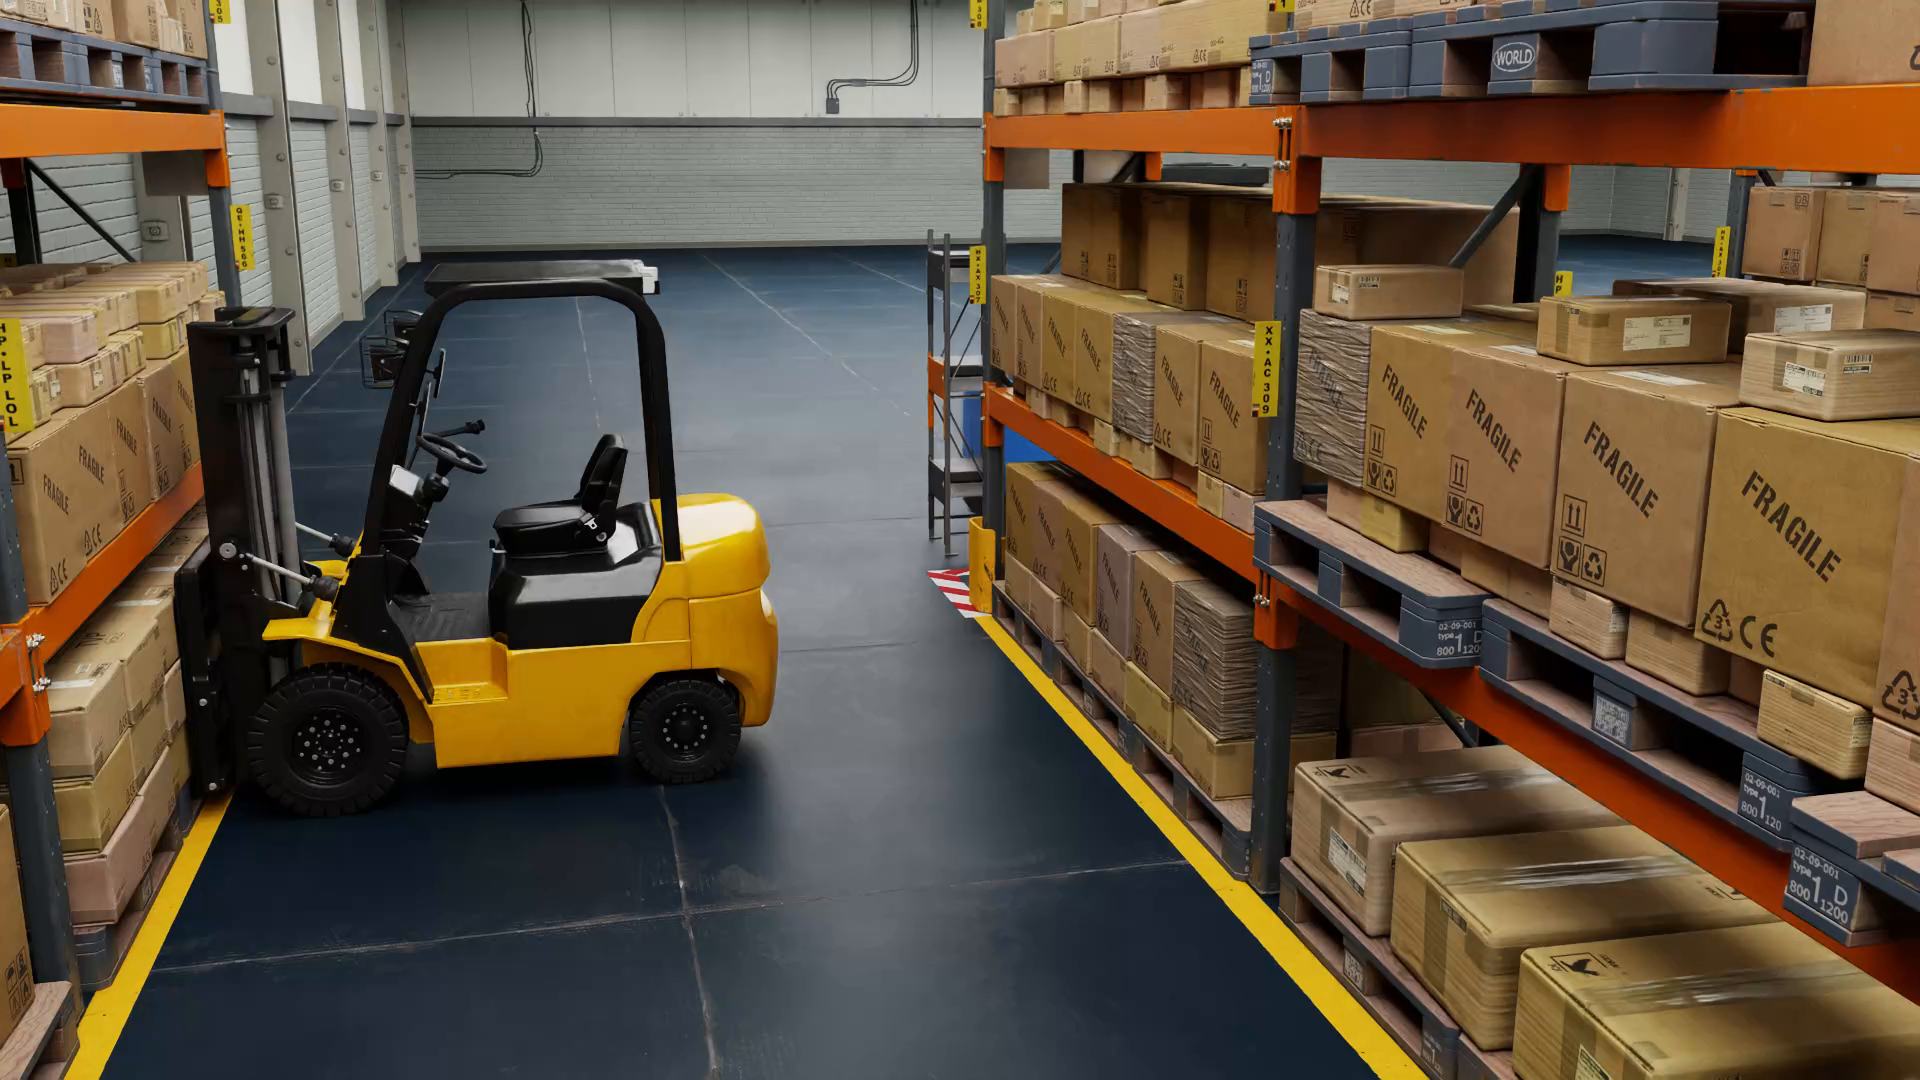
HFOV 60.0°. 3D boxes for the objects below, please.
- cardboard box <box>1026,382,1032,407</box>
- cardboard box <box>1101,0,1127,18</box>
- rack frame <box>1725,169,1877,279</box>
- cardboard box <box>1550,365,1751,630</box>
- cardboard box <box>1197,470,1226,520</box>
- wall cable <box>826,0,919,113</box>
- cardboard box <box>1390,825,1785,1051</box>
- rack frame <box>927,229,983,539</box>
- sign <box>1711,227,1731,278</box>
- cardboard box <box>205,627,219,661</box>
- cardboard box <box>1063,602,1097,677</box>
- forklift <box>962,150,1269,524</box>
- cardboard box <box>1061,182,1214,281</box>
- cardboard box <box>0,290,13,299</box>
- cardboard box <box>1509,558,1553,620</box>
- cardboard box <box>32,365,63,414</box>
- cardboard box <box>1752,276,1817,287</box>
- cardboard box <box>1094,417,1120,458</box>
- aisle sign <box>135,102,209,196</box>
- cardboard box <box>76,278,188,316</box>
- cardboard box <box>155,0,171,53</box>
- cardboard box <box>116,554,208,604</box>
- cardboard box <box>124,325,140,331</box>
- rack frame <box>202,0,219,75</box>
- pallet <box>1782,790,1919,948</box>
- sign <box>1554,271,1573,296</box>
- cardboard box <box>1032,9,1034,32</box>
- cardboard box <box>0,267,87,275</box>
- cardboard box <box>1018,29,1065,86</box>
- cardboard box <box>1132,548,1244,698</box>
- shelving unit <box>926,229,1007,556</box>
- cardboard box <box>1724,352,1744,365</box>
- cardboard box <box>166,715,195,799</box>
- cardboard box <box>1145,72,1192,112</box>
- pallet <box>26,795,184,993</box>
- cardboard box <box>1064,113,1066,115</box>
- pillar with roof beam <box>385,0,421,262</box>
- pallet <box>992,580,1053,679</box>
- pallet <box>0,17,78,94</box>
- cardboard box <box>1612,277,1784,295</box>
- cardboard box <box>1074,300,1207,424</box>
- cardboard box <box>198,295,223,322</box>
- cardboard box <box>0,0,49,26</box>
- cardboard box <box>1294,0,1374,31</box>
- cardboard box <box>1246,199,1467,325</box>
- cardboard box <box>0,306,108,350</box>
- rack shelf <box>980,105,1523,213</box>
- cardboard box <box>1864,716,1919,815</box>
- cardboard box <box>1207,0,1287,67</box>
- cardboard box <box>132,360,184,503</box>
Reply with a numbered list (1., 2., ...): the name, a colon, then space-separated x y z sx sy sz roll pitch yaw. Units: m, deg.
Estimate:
1. cardboard box: 0.567 -0.780 8.828 0.380 0.149 0.250 -4 14 -15
2. cardboard box: 0.828 -2.328 7.165 0.380 0.149 0.250 -3 14 -12
3. rack frame: 5.420 -1.414 10.895 1.000 3.000 0.127 -3 14 -13
4. cardboard box: 1.755 -0.117 3.863 0.500 0.500 0.500 -4 14 -15
5. cardboard box: 1.134 -0.185 6.391 0.380 0.149 0.250 -3 14 -12
6. wall cable: -2.125 -13.393 40.118 2.305 6.003 0.169 -3 14 -13
7. cardboard box: 1.869 1.167 4.983 0.950 0.372 0.625 -2 14 -10
8. rack frame: -0.018 -1.038 11.252 0.400 2.100 0.015 -3 14 -13
9. sign: 4.879 -1.844 10.662 0.100 0.325 0.005 -3 14 -13
10. cardboard box: -3.411 0.496 6.932 0.500 0.250 0.500 -3 14 -13
11. cardboard box: 0.806 0.462 8.126 0.500 0.250 0.500 -2 14 -9
12. forklift: 1.570 -1.631 11.928 3.031 2.935 1.130 -2 14 -8
13. cardboard box: 0.964 -1.688 9.072 0.700 0.500 0.500 -4 14 -15
14. cardboard box: -3.985 -0.898 6.578 0.380 0.149 0.250 -3 14 -13
15. cardboard box: 1.661 0.109 4.305 0.380 0.149 0.250 -3 14 -13
16. cardboard box: -3.222 -0.485 5.514 0.380 0.149 0.250 -3 14 -13
17. cardboard box: 5.551 -1.404 10.538 0.875 0.550 0.550 -3 14 -13
18. cardboard box: 0.831 -0.480 7.599 0.380 0.149 0.250 -3 14 -13
19. aisle sign: -3.922 -2.132 8.355 0.394 0.787 0.004 -3 14 -13
20. cardboard box: -3.572 -1.045 7.181 0.380 0.149 0.250 -3 14 -12
21. cardboard box: -3.643 -2.249 7.180 0.396 0.266 0.258 -3 14 -13
22. cardboard box: -3.415 0.248 6.894 0.500 0.250 0.500 -4 14 -14
23. cardboard box: -3.542 -0.780 6.720 0.380 0.149 0.250 -3 14 -14
24. rack frame: -4.192 -3.752 7.823 1.000 3.000 0.127 -3 14 -13
25. pallet: 2.240 0.665 2.788 1.213 0.211 1.003 -3 14 -13
26. sign: 2.110 -0.786 5.886 0.100 0.325 0.005 -3 14 -13
27. cardboard box: 0.592 -2.687 8.633 0.380 0.149 0.250 -3 14 -13
28. cardboard box: -4.319 -1.191 7.779 0.380 0.149 0.250 -3 14 -11
29. cardboard box: 0.600 -2.396 8.284 0.500 0.250 0.500 -3 14 -14
30. cardboard box: 1.051 0.336 7.058 0.500 0.500 0.500 -3 14 -12
31. shelving unit: 0.039 -0.982 11.022 0.431 2.100 0.503 -3 14 -13
32. cardboard box: 2.136 -0.262 4.456 0.500 0.500 0.500 -3 14 -11
33. cardboard box: -3.314 0.853 6.524 0.500 0.250 0.500 -3 14 -12
34. cardboard box: 0.973 -1.821 6.771 0.380 0.149 0.250 -3 14 -12
35. pallet: -3.399 1.254 5.849 1.003 0.211 1.213 -3 14 -13
36. cardboard box: 0.720 -2.120 7.994 0.380 0.149 0.250 -4 14 -15
37. pillar with roof beam: -7.766 -10.702 36.270 9.100 9.000 0.400 -3 14 -13
38. pallet: 0.806 0.446 9.155 1.003 0.211 1.213 -3 14 -13
39. pallet: -3.478 -1.524 5.212 1.003 0.211 1.213 -3 14 -13
40. cardboard box: 2.074 -0.652 4.688 0.380 0.149 0.250 -4 14 -15
41. cardboard box: 0.847 -0.830 7.665 0.500 0.500 0.500 -4 14 -14
42. cardboard box: -3.749 -1.080 7.948 0.380 0.149 0.250 -3 14 -12
43. cardboard box: -3.211 -1.787 5.192 0.500 0.311 0.500 -3 14 -12
44. cardboard box: 1.319 -1.623 4.862 0.500 0.250 0.500 -4 14 -15
45. cardboard box: 1.580 -1.104 6.680 0.700 0.500 0.500 -3 14 -13
46. cardboard box: -3.305 -0.750 5.973 0.380 0.149 0.250 -4 14 -14
47. rack shelf: 1.102 -1.761 7.512 1.077 0.370 4.000 -3 14 -13
48. cardboard box: 1.918 0.414 3.056 0.380 0.149 0.250 -4 14 -16
49. cardboard box: 1.206 -1.808 5.877 0.500 0.250 0.500 -3 14 -14
50. cardboard box: -3.459 -0.433 6.670 0.500 0.500 0.500 -3 14 -13
